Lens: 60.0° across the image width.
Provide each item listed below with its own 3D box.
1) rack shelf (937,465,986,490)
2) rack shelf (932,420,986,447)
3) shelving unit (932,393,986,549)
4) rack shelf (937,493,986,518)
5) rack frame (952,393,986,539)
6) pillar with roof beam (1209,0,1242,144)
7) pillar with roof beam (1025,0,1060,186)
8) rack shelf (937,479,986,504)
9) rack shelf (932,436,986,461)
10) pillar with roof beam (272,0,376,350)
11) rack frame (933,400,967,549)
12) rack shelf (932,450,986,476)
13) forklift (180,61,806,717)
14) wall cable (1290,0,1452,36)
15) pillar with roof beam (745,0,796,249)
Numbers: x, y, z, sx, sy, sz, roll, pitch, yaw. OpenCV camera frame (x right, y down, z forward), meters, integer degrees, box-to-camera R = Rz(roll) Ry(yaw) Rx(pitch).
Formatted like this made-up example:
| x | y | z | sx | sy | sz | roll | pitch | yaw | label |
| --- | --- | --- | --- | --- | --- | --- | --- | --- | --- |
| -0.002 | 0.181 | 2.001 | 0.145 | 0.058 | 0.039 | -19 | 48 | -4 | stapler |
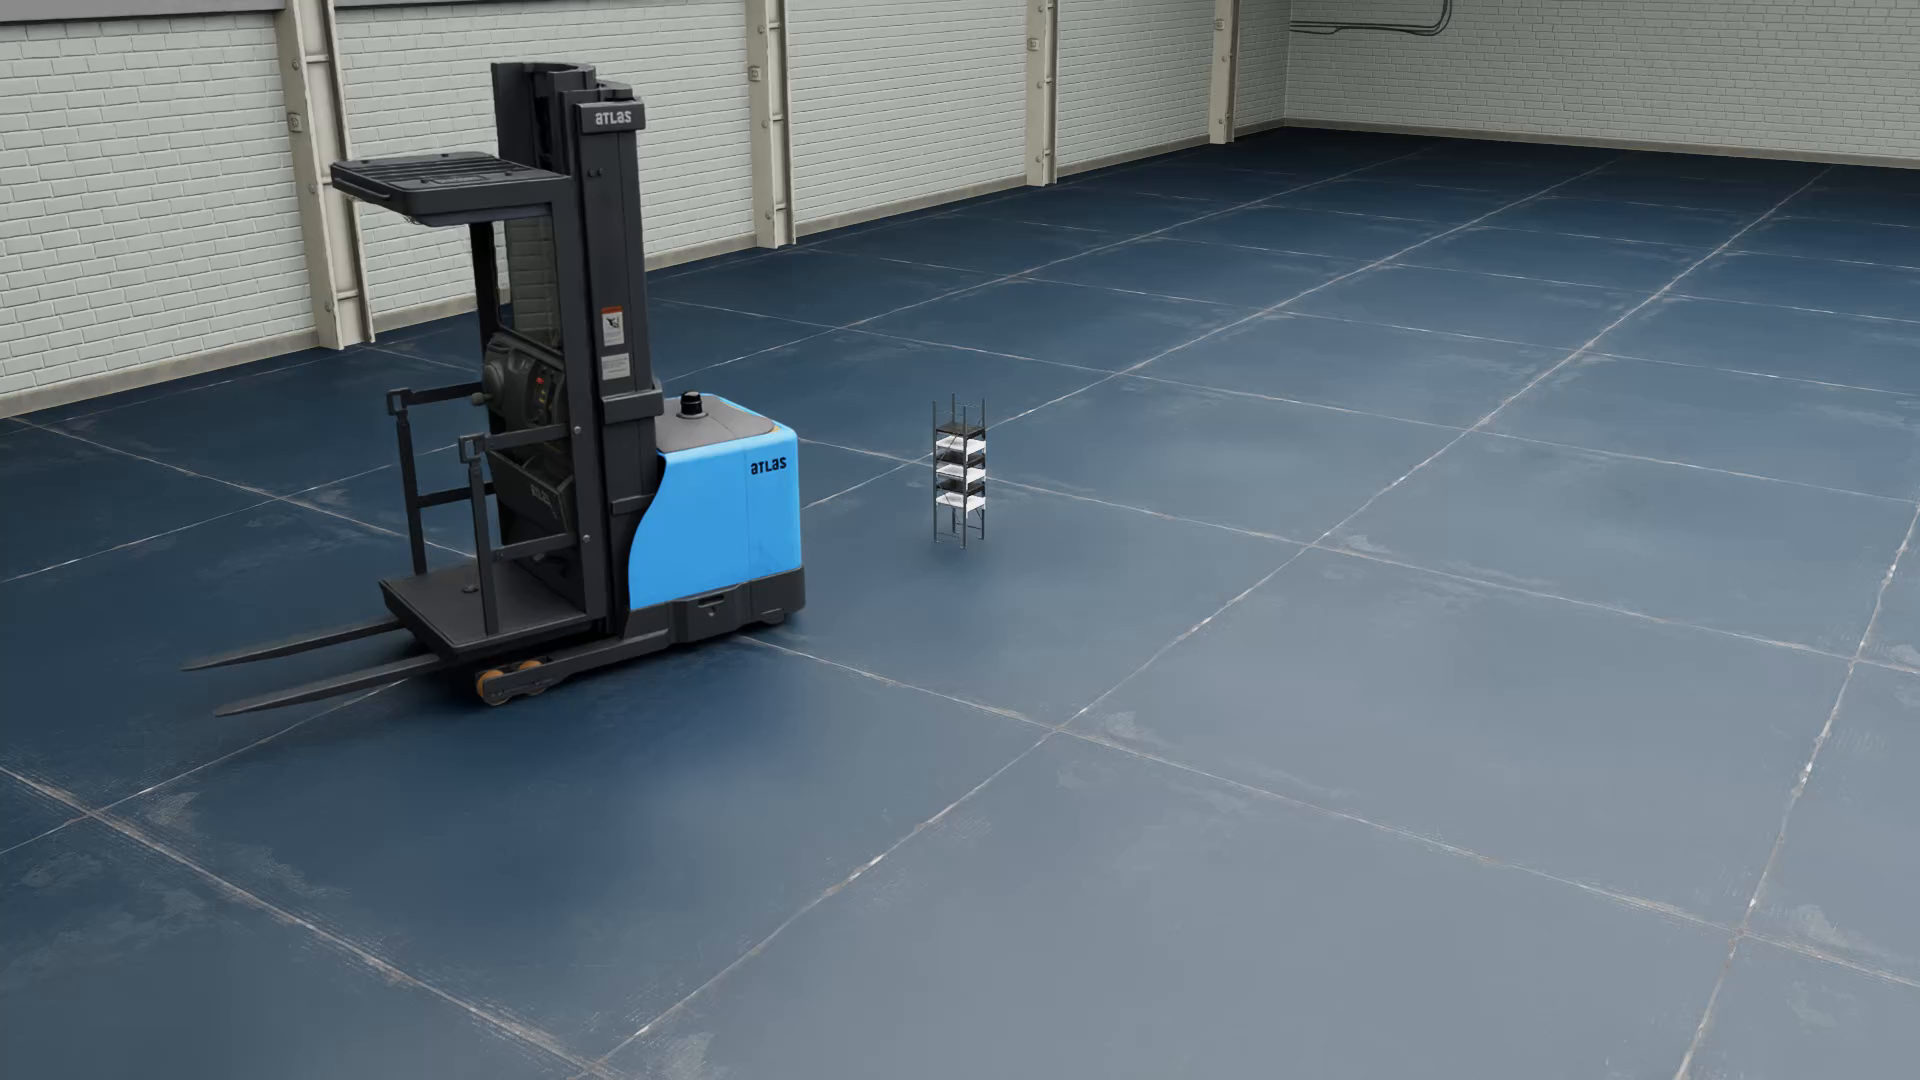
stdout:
| x | y | z | sx | sy | sz | roll | pitch | yaw | label |
| --- | --- | --- | --- | --- | --- | --- | --- | --- | --- |
| -0.005 | -0.388 | 10.114 | 0.258 | 0.077 | 0.200 | 13 | 24 | 32 | rack shelf |
| -0.005 | -0.642 | 10.020 | 0.258 | 0.077 | 0.200 | 13 | 24 | 32 | rack shelf |
| -0.005 | -0.420 | 10.103 | 0.258 | 0.900 | 0.210 | 13 | 24 | 32 | shelving unit |
| -0.005 | -0.220 | 10.177 | 0.258 | 0.077 | 0.200 | 13 | 24 | 32 | rack shelf |
| 0.053 | -0.449 | 10.181 | 0.240 | 0.900 | 0.006 | 13 | 24 | 32 | rack frame |
| 8.118 | -10.327 | 25.214 | 9.100 | 9.000 | 0.400 | 13 | 24 | 32 | pillar with roof beam |
| 4.745 | -8.606 | 20.560 | 9.100 | 9.000 | 0.400 | 13 | 24 | 32 | pillar with roof beam |
| -0.005 | -0.304 | 10.145 | 0.258 | 0.077 | 0.200 | 13 | 24 | 32 | rack shelf |
| -0.005 | -0.557 | 10.052 | 0.258 | 0.077 | 0.200 | 13 | 24 | 32 | rack shelf |
| -2.001 | -5.163 | 11.252 | 9.100 | 9.000 | 0.400 | 13 | 24 | 32 | pillar with roof beam |
| -0.062 | -0.391 | 10.024 | 0.240 | 0.900 | 0.006 | 13 | 24 | 32 | rack frame |
| -0.005 | -0.473 | 10.083 | 0.258 | 0.077 | 0.200 | 13 | 24 | 32 | rack shelf |
| -2.332 | -0.778 | 8.144 | 3.031 | 2.935 | 1.130 | -14 | 25 | -34 | forklift |
| 7.307 | -10.298 | 29.610 | 3.097 | 2.526 | 0.112 | 13 | 24 | 32 | wall cable |
| 1.372 | -6.884 | 15.906 | 9.100 | 9.000 | 0.400 | 13 | 24 | 32 | pillar with roof beam |
